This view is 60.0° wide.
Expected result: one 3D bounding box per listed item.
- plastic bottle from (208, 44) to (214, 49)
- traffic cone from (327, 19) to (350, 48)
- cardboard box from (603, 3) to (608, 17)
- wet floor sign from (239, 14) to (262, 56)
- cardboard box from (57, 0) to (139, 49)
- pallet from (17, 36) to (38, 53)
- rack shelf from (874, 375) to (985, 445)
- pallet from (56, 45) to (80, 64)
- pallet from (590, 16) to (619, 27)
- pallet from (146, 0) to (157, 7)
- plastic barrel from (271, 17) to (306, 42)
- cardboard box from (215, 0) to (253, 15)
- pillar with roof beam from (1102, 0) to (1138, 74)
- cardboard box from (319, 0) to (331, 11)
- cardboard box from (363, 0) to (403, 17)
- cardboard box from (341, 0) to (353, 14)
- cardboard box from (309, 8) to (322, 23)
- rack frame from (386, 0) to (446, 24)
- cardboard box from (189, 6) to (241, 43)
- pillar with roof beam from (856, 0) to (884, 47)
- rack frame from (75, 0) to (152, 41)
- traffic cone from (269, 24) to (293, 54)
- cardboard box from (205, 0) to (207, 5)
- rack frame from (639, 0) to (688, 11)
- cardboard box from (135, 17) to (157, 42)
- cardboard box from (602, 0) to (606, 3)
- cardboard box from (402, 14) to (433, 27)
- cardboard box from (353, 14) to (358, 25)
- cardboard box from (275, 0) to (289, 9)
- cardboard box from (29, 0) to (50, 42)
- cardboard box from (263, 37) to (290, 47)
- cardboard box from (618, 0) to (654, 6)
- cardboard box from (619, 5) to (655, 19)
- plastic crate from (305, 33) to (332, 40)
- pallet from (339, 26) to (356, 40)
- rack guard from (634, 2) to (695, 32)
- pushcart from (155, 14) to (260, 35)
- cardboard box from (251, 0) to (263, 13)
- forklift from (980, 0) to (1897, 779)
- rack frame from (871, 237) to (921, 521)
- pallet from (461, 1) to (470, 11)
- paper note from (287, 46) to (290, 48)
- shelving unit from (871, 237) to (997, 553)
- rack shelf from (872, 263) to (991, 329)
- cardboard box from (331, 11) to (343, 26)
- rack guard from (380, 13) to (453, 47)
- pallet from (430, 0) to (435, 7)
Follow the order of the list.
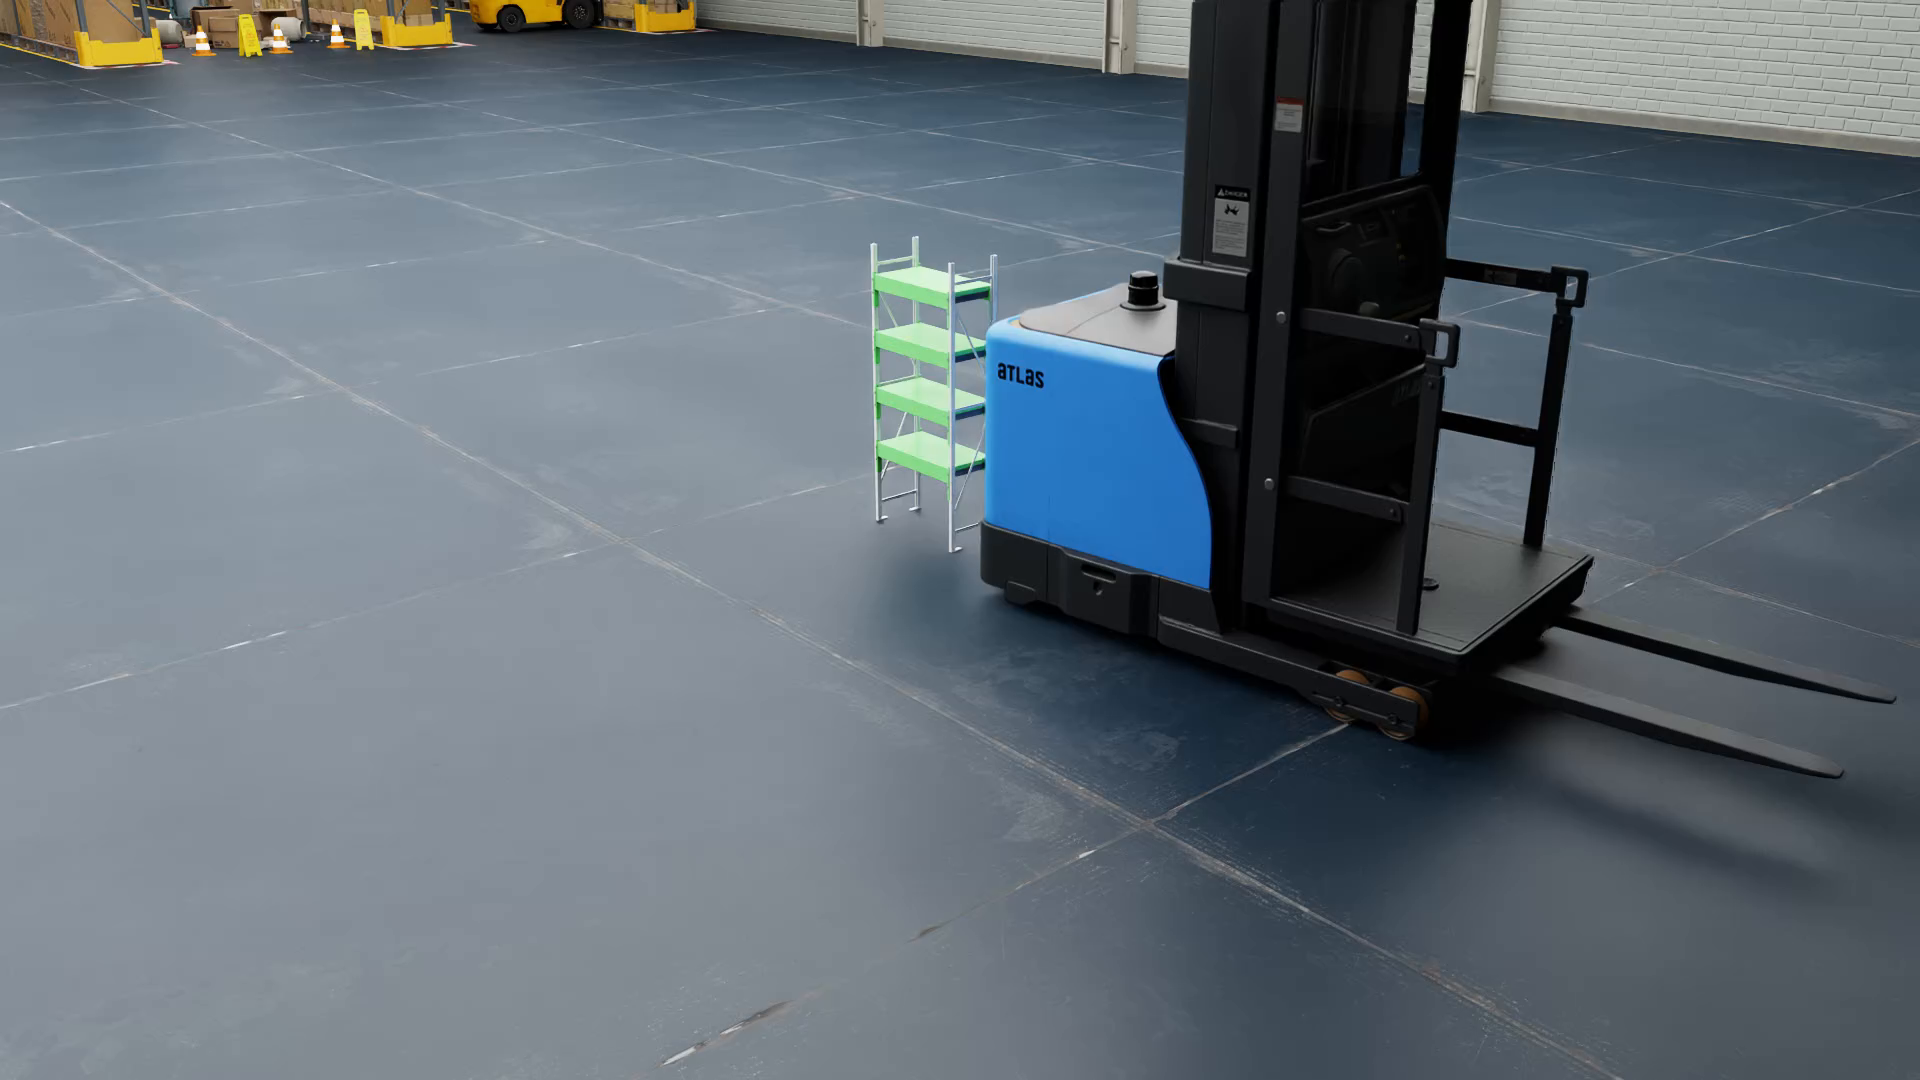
[{"bbox_3d":[-12.933,-8.458,28.495,0.283,0.061,0.133,12,24,27],"label":"plastic bottle"},{"bbox_3d":[-10.720,-8.713,28.596,0.336,0.463,0.334,-17,27,-37],"label":"traffic cone"},{"bbox_3d":[-6.887,-10.515,32.912,0.500,0.250,0.500,-17,27,-37],"label":"cardboard box"},{"bbox_3d":[-11.627,-8.243,27.146,0.232,0.644,0.267,17,27,36],"label":"wet floor sign"},{"bbox_3d":[-13.638,-8.254,26.283,0.875,0.875,0.875,-17,27,-37],"label":"cardboard box"},{"bbox_3d":[-15.320,-8.454,28.280,1.003,0.211,1.213,-17,27,-37],"label":"pallet"},{"bbox_3d":[-0.108,-0.545,6.905,0.258,0.148,0.480,-17,27,-37],"label":"rack shelf"},{"bbox_3d":[-13.727,-7.780,26.559,1.003,0.211,1.213,-17,27,-37],"label":"pallet"},{"bbox_3d":[-7.027,-10.505,33.516,1.003,0.211,1.213,-17,27,-37],"label":"pallet"},{"bbox_3d":[-18.532,-12.666,39.032,1.003,0.211,1.213,-17,27,-37],"label":"pallet"},{"bbox_3d":[-11.957,-9.093,29.620,0.512,0.421,0.421,0,21,-1],"label":"plastic barrel"},{"bbox_3d":[-13.402,-9.944,30.650,0.500,0.500,0.500,-17,27,-37],"label":"cardboard box"},{"bbox_3d":[-0.904,-10.125,20.497,9.100,9.000,0.400,-17,27,-37],"label":"pillar with roof beam"},{"bbox_3d":[-11.534,-10.080,30.773,0.500,0.500,0.500,-16,27,-35],"label":"cardboard box"},{"bbox_3d":[-10.182,-9.506,29.308,0.500,0.500,0.500,-17,27,-37],"label":"cardboard box"},{"bbox_3d":[-10.850,-9.791,30.035,0.500,0.500,0.500,-18,28,-39],"label":"cardboard box"},{"bbox_3d":[-11.892,-9.876,31.280,0.500,0.250,0.500,-19,28,-40],"label":"cardboard box"},{"bbox_3d":[-9.462,-10.083,28.614,1.000,3.000,0.127,-17,27,-37],"label":"rack frame"},{"bbox_3d":[-13.143,-9.122,29.399,0.797,0.637,0.503,-17,27,-37],"label":"cardboard box"},{"bbox_3d":[-4.820,-11.783,24.729,9.100,9.000,0.400,-17,27,-37],"label":"pillar with roof beam"},{"bbox_3d":[-13.146,-8.876,25.534,1.000,3.000,0.127,-17,27,-37],"label":"rack frame"},{"bbox_3d":[-11.339,-8.355,27.681,0.336,0.463,0.334,-17,27,-37],"label":"traffic cone"},{"bbox_3d":[-16.234,-12.204,36.368,0.875,0.875,0.875,-16,27,-36],"label":"cardboard box"},{"bbox_3d":[-5.704,-11.265,31.633,1.000,3.000,0.127,-17,27,-37],"label":"rack frame"},{"bbox_3d":[-13.966,-8.634,28.339,0.500,0.500,0.500,-12,25,-28],"label":"cardboard box"},{"bbox_3d":[-6.930,-10.752,32.832,0.500,0.250,0.500,-18,28,-39],"label":"cardboard box"},{"bbox_3d":[-9.779,-9.287,29.776,0.500,0.250,0.500,-18,28,-38],"label":"cardboard box"},{"bbox_3d":[-10.525,-9.302,29.815,0.500,0.250,0.500,-17,27,-37],"label":"cardboard box"},{"bbox_3d":[-12.889,-10.502,32.711,0.950,0.372,0.625,-15,26,-34],"label":"cardboard box"},{"bbox_3d":[-14.808,-8.749,27.547,0.875,0.875,0.875,-17,27,-37],"label":"cardboard box"},{"bbox_3d":[-11.847,-8.636,28.830,0.380,0.149,0.250,-4,22,-10],"label":"cardboard box"},{"bbox_3d":[-6.258,-10.473,32.120,0.500,0.250,0.500,-18,28,-38],"label":"cardboard box"},{"bbox_3d":[-6.250,-10.235,32.197,0.500,0.250,0.500,-17,27,-37],"label":"cardboard box"},{"bbox_3d":[-11.669,-9.199,30.362,0.583,0.080,0.402,12,24,27],"label":"plastic crate"},{"bbox_3d":[-10.807,-9.375,30.631,1.003,0.211,1.213,-17,27,-37],"label":"pallet"},{"bbox_3d":[-5.688,-10.095,32.072,1.175,0.500,0.348,-17,27,-37],"label":"rack guard"},{"bbox_3d":[-13.767,-9.410,30.492,0.936,0.377,1.648,12,24,27],"label":"pushcart"},{"bbox_3d":[-13.835,-10.904,33.739,0.950,0.372,0.625,-18,28,-38],"label":"cardboard box"},{"bbox_3d":[1.529,-0.939,5.363,3.031,2.935,1.130,17,27,37],"label":"forklift"},{"bbox_3d":[-0.267,-0.672,7.054,0.240,1.200,0.015,-17,27,-37],"label":"rack frame"},{"bbox_3d":[-10.418,-11.940,37.180,1.003,0.211,1.213,-17,27,-37],"label":"pallet"},{"bbox_3d":[-11.587,-8.488,28.612,0.142,0.019,0.148,12,24,27],"label":"paper note"},{"bbox_3d":[-0.108,-0.604,6.882,0.258,1.200,0.503,-17,27,-37],"label":"shelving unit"},{"bbox_3d":[-0.108,-0.992,6.730,0.258,0.148,0.480,-17,27,-37],"label":"rack shelf"},{"bbox_3d":[-11.187,-9.585,30.537,0.500,0.250,0.500,-18,28,-38],"label":"cardboard box"},{"bbox_3d":[-9.511,-8.940,29.123,1.175,0.500,0.348,-17,27,-37],"label":"rack guard"},{"bbox_3d":[-12.177,-12.729,39.195,1.003,0.211,1.213,-17,27,-37],"label":"pallet"}]
